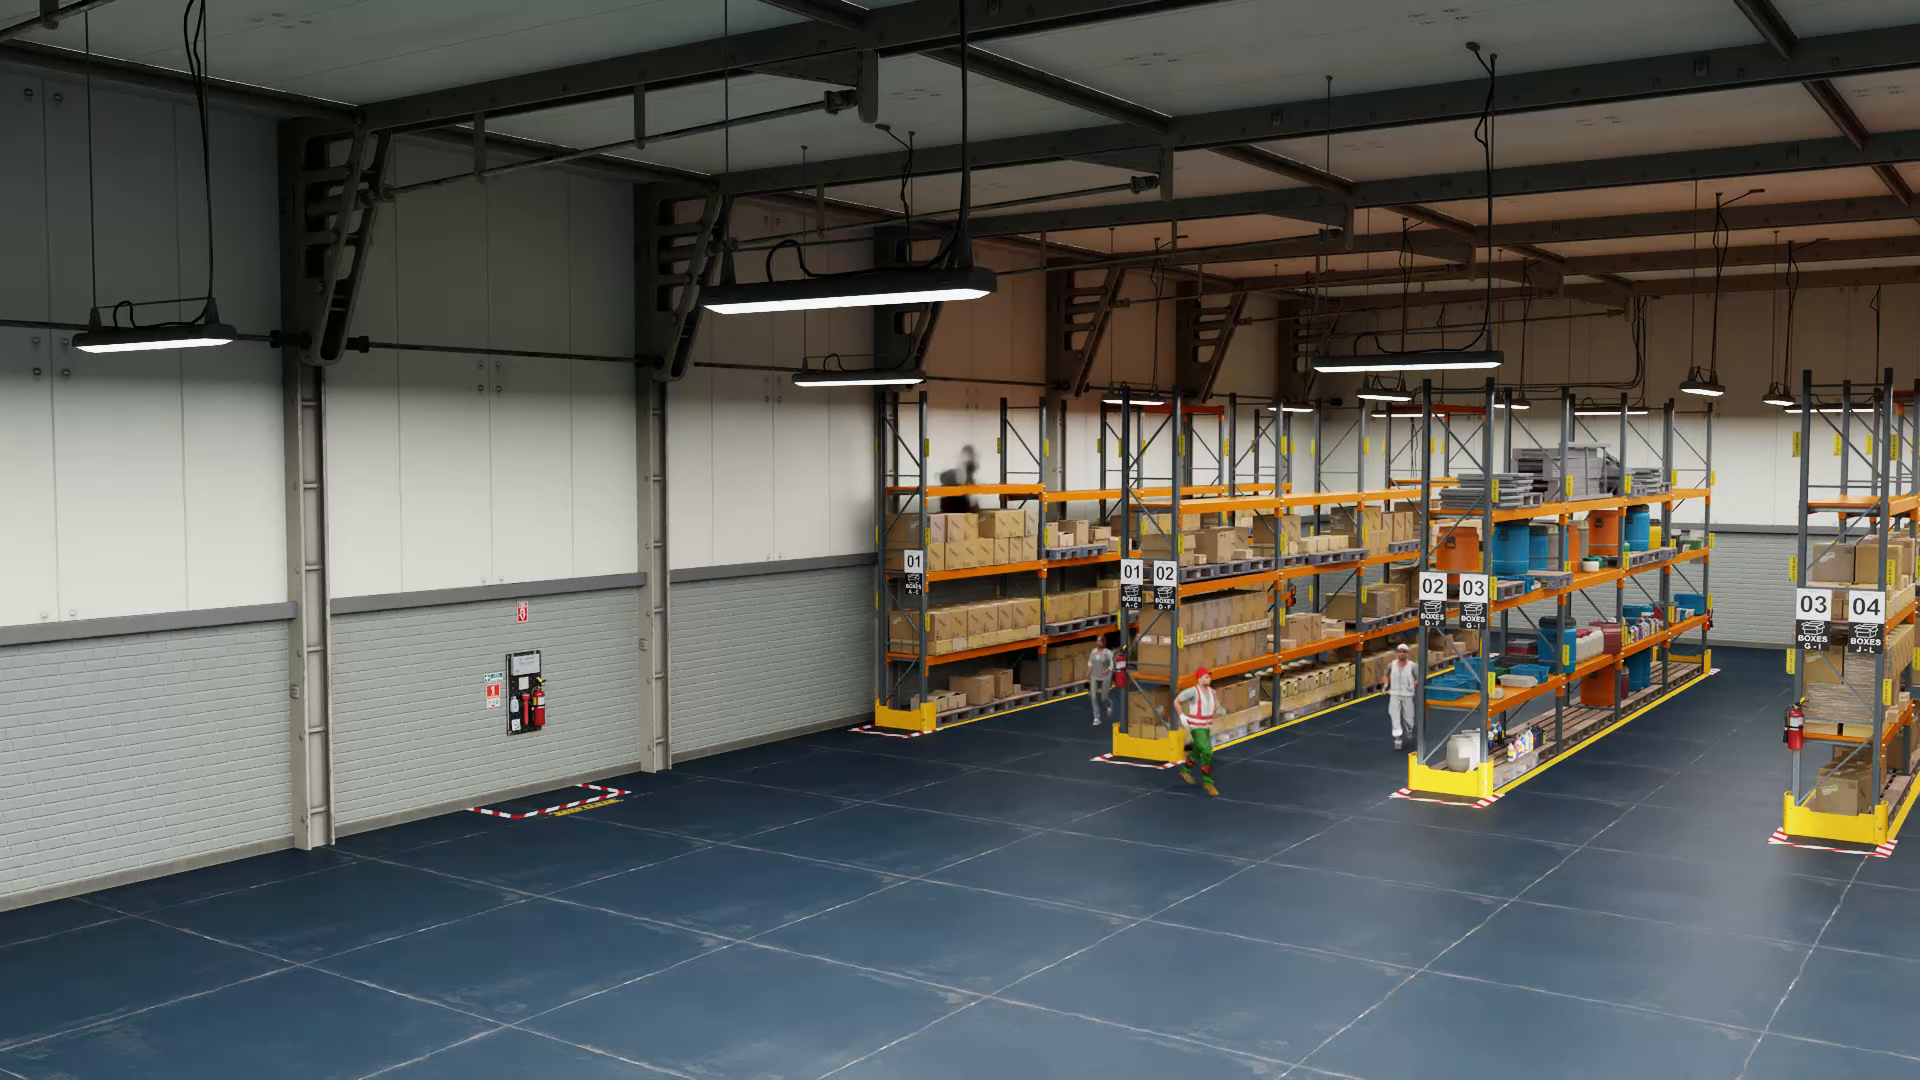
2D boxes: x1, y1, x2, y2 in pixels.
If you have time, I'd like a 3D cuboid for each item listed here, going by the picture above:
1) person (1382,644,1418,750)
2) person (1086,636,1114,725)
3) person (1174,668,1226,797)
[{"bbox_3d":[7.339,2.596,27.629,0.663,1.748,0.780,1,3,23],"label":"person"},{"bbox_3d":[2.484,2.468,29.374,0.541,1.535,0.666,1,3,25],"label":"person"},{"bbox_3d":[3.462,2.758,24.186,0.671,1.823,0.908,-3,4,-40],"label":"person"}]
